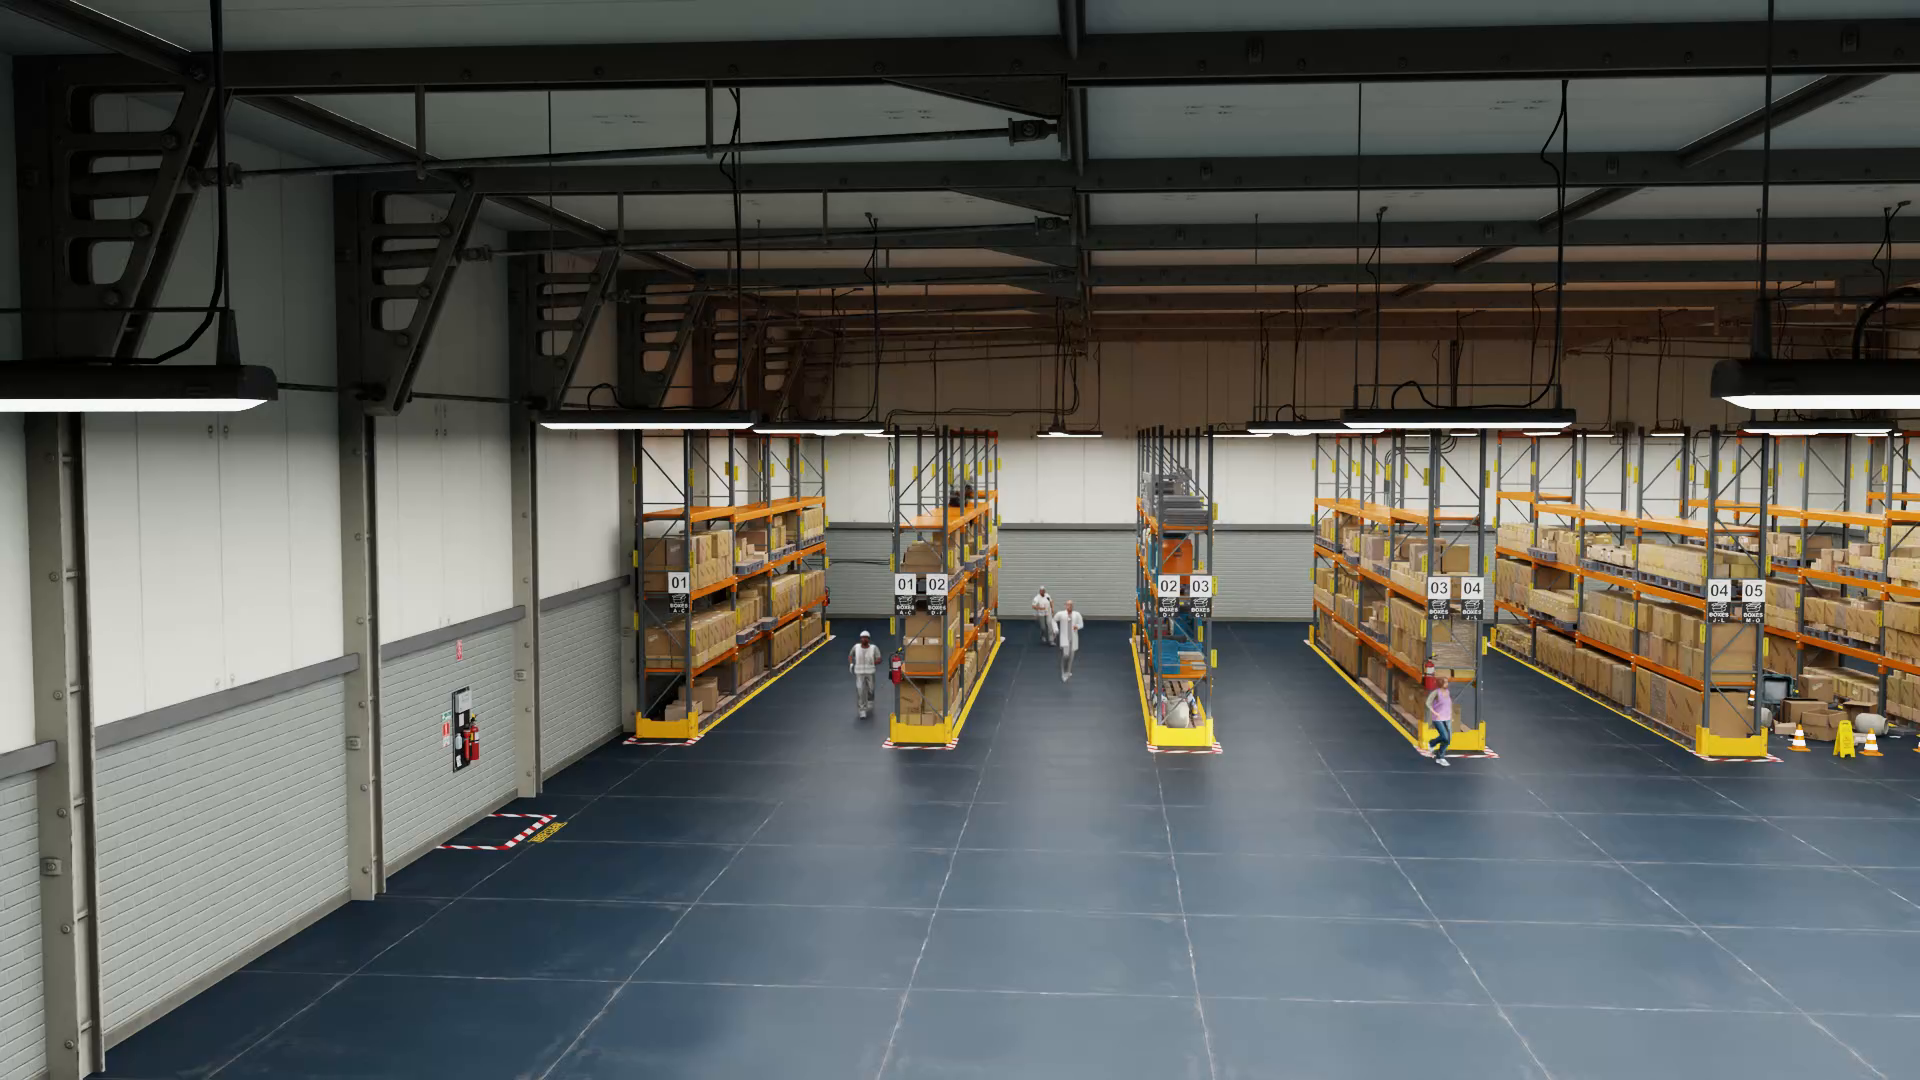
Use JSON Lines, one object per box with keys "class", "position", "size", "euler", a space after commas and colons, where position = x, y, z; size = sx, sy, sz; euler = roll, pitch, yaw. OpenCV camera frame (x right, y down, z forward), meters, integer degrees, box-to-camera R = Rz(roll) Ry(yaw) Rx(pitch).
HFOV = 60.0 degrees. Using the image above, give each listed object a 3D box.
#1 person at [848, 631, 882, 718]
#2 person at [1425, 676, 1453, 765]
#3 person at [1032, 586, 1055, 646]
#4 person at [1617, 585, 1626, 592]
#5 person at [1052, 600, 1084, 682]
{"class": "person", "position": [-1.967, 2.765, 34.428], "size": [0.696, 1.763, 0.941], "euler": [0, 3, -2]}
{"class": "person", "position": [8.491, 3.187, 29.406], "size": [0.572, 1.568, 0.502], "euler": [-2, 4, -28]}
{"class": "person", "position": [2.327, 2.113, 46.563], "size": [0.641, 1.630, 0.889], "euler": [-1, 3, -11]}
{"class": "person", "position": [18.837, 2.042, 47.295], "size": [0.673, 1.743, 0.605], "euler": [0, 3, 4]}
{"class": "person", "position": [2.476, 2.294, 37.828], "size": [0.684, 1.842, 0.750], "euler": [-1, 3, -9]}
